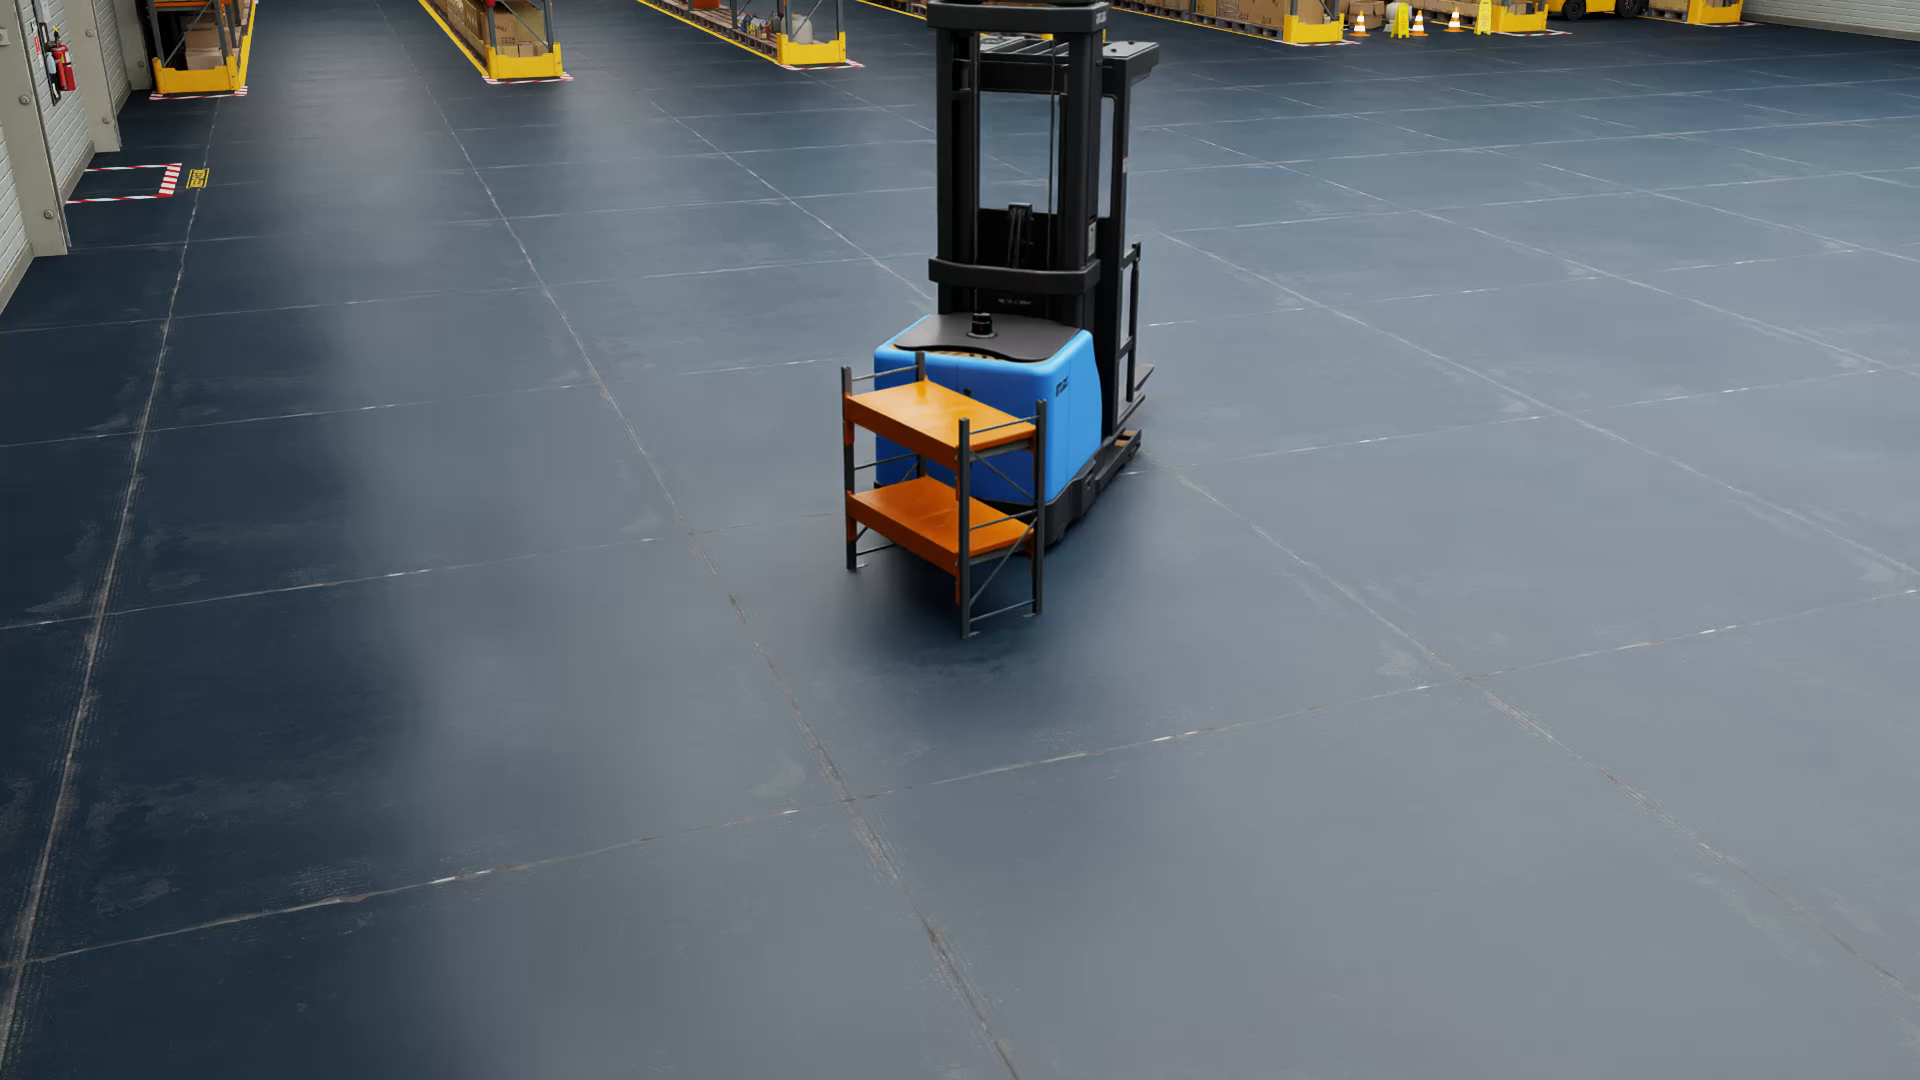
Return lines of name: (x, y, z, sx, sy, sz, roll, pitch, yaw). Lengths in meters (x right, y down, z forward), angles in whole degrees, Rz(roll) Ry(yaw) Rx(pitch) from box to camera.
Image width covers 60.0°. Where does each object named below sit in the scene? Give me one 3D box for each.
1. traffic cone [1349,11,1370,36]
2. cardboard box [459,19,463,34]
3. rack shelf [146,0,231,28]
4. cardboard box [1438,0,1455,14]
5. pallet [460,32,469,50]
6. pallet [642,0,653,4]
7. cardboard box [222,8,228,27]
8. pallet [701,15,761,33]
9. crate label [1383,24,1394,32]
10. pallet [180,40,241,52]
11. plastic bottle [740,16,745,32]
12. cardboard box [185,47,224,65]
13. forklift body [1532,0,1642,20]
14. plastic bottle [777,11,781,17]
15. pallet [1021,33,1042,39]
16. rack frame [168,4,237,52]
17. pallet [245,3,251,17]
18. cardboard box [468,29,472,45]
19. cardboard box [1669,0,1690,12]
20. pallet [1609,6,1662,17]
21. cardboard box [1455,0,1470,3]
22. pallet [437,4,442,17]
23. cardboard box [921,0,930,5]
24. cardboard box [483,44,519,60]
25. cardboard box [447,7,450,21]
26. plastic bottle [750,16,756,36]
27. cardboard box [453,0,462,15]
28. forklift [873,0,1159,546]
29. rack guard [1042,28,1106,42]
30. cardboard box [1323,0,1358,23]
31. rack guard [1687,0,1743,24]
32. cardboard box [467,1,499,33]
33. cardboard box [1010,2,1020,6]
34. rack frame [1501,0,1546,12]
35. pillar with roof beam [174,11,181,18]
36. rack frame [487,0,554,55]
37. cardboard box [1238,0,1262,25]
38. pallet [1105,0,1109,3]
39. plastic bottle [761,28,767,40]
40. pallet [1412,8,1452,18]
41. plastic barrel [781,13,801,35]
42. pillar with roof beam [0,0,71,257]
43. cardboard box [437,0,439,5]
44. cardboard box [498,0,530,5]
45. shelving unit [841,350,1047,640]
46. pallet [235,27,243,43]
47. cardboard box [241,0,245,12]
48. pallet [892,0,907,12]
traffic cone: (7.936, -10.240, 32.948, 0.336, 0.463, 0.334, -8, 24, -19)
cardboard box: (-9.158, -9.694, 31.387, 0.500, 0.250, 0.500, -9, 24, -20)
rack shelf: (-12.490, -8.733, 27.035, 1.077, 0.370, 4.000, -8, 24, -19)
cardboard box: (10.487, -11.299, 35.194, 0.500, 0.250, 0.500, -9, 25, -21)
pallet: (-8.860, -9.450, 31.399, 1.003, 0.211, 1.213, -8, 24, -19)
pallet: (-7.050, -13.034, 39.904, 1.003, 0.211, 1.213, -8, 24, -19)
cardboard box: (-13.844, -9.479, 30.530, 0.700, 0.500, 0.500, -8, 24, -18)
pallet: (-4.676, -10.590, 34.104, 1.003, 0.211, 1.213, -8, 24, -19)
crate label: (8.777, -10.398, 33.744, 0.298, 0.136, 0.250, 18, 29, 36)
pallet: (-13.473, -8.789, 29.831, 1.003, 0.211, 1.213, -8, 24, -19)
plastic bottle: (-4.086, -9.809, 31.600, 0.152, 0.276, 0.135, -7, 24, -17)
cardboard box: (-12.145, -7.773, 26.725, 0.500, 0.311, 0.500, -6, 24, -15)
forklift body: (13.656, -12.467, 36.059, 2.313, 2.155, 1.214, -8, 24, -19)
plastic bottle: (-3.431, -9.938, 31.812, 0.144, 0.351, 0.185, -9, 24, -20)
pallet: (1.838, -9.420, 31.327, 1.003, 0.211, 1.213, -8, 24, -19)
rack frame: (-13.196, -9.791, 28.619, 1.000, 3.000, 0.127, -8, 24, -19)
pallet: (-16.218, -11.700, 36.738, 1.003, 0.211, 1.213, -8, 24, -19)
cardboard box: (-8.511, -9.006, 29.756, 0.500, 0.250, 0.500, -8, 24, -19)
cardboard box: (15.571, -11.473, 35.608, 0.500, 0.250, 0.500, -8, 24, -19)
pallet: (15.296, -11.849, 37.090, 1.003, 0.211, 1.213, -8, 24, -19)
cardboard box: (10.675, -11.453, 34.596, 0.500, 0.500, 0.500, -7, 24, -17)
pallet: (-11.067, -11.804, 36.984, 1.003, 0.211, 1.213, -8, 24, -19)
cardboard box: (-0.452, -12.094, 36.734, 0.700, 0.500, 0.500, -10, 25, -22)
cardboard box: (-7.616, -8.100, 27.605, 0.500, 0.250, 0.500, -8, 24, -19)
cardboard box: (-10.066, -10.622, 33.589, 0.500, 0.250, 0.500, -8, 24, -19)
plastic bottle: (-3.814, -9.560, 30.913, 0.144, 0.351, 0.185, -9, 24, -19)
cardboard box: (-9.512, -10.318, 32.146, 0.500, 0.311, 0.500, -9, 24, -20)
forklift: (0.505, -1.857, 9.881, 1.130, 2.935, 3.031, 8, 24, 19)
rack guard: (2.092, -9.253, 30.559, 1.175, 0.500, 0.348, -8, 24, -19)
cardboard box: (8.063, -11.278, 35.186, 0.797, 0.637, 0.503, -8, 24, -19)
rack guard: (16.041, -11.258, 35.318, 1.175, 0.500, 0.348, -8, 24, -19)
cardboard box: (-8.339, -9.170, 29.178, 0.500, 0.500, 0.500, -8, 24, -19)
cardboard box: (1.312, -10.299, 32.502, 0.500, 0.500, 0.500, -11, 25, -24)
rack frame: (11.390, -11.737, 33.234, 1.000, 3.000, 0.127, -8, 24, -19)
pillar with roof beam: (-13.051, -16.189, 36.074, 9.100, 9.000, 0.400, -8, 24, -19)
rack frame: (-7.150, -9.019, 26.787, 1.000, 3.000, 0.127, -8, 24, -19)
cardboard box: (6.181, -10.792, 33.188, 0.875, 0.875, 0.875, -9, 24, -20)
pallet: (3.694, -12.927, 39.648, 1.003, 0.211, 1.213, -8, 24, -19)
plastic bottle: (-3.574, -9.218, 30.294, 0.097, 0.201, 0.097, 0, 23, 0)
pallet: (10.247, -11.666, 36.657, 1.003, 0.211, 1.213, -8, 24, -19)
plastic barrel: (-2.996, -9.155, 29.772, 0.421, 0.512, 0.421, 0, 23, 0)
pillar with roof beam: (-4.573, -7.469, 15.384, 9.100, 9.000, 0.400, -8, 24, -19)
cardboard box: (-11.248, -12.029, 36.579, 0.500, 0.500, 0.500, -8, 24, -18)
cardboard box: (-7.849, -9.242, 29.348, 0.500, 0.500, 0.500, -8, 24, -19)
shelving unit: (-0.094, -0.254, 8.404, 0.538, 1.125, 1.048, -16, 28, -33)
pallet: (-14.335, -9.676, 31.935, 1.003, 0.211, 1.213, -8, 24, -19)
cardboard box: (-15.354, -11.360, 34.568, 0.750, 0.750, 0.750, -8, 24, -17)
pallet: (-0.915, -12.296, 38.151, 1.003, 0.211, 1.213, -8, 24, -19)
